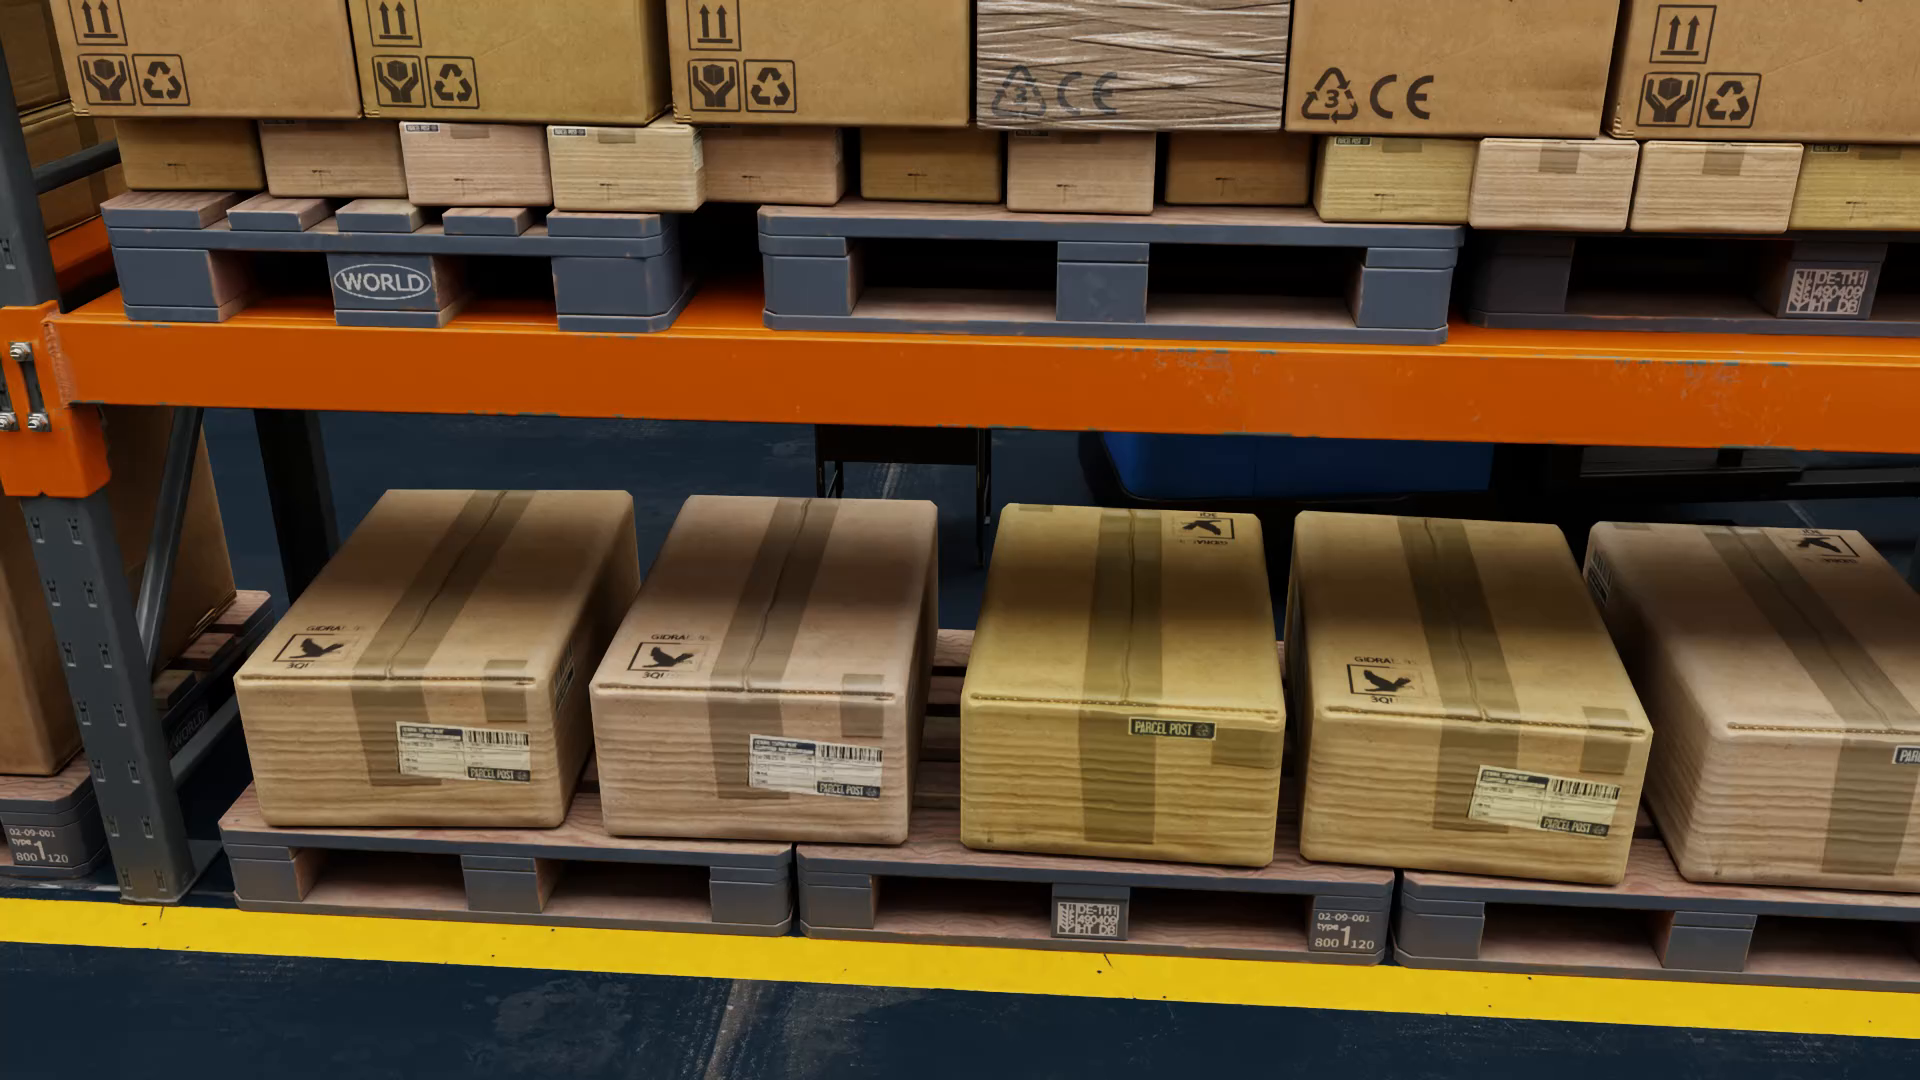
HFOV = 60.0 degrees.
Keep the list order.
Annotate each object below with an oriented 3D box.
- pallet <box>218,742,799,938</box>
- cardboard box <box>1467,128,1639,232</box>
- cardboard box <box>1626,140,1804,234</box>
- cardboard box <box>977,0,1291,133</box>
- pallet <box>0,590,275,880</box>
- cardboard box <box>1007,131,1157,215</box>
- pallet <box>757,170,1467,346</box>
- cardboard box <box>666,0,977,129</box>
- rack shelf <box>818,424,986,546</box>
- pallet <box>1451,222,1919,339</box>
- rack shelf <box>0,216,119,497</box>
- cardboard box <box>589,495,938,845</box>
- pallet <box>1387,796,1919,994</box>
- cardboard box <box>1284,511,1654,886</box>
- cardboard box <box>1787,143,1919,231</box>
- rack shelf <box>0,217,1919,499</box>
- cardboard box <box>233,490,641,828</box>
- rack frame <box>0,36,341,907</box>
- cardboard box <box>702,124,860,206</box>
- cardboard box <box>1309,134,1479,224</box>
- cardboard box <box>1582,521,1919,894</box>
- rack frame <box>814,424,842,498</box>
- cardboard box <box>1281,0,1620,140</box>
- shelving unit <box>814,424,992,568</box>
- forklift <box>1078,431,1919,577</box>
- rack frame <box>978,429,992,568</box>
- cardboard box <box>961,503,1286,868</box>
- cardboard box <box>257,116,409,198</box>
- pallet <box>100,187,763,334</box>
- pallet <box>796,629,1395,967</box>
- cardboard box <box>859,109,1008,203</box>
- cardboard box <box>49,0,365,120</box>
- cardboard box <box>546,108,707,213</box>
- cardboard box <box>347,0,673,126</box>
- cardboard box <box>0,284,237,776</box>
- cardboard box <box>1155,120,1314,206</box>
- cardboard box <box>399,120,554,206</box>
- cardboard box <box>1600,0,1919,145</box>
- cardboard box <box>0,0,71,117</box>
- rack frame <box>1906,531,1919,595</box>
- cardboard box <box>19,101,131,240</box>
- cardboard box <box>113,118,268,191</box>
[{"bbox_3d":[-0.913,0.503,3.904,1.213,0.211,1.003,2,25,4],"label":"pallet"},{"bbox_3d":[0.986,-0.655,2.884,0.250,0.149,0.380,2,25,4],"label":"cardboard box"},{"bbox_3d":[1.240,-0.648,2.869,0.250,0.149,0.380,1,25,3],"label":"cardboard box"},{"bbox_3d":[0.287,-1.003,2.863,0.500,0.500,0.500,1,25,2],"label":"cardboard box"},{"bbox_3d":[-2.473,0.421,4.083,1.213,0.211,1.003,2,25,4],"label":"pallet"},{"bbox_3d":[0.225,-0.706,2.994,0.250,0.149,0.380,3,25,6],"label":"cardboard box"},{"bbox_3d":[0.285,-0.656,3.317,1.213,0.211,1.003,2,25,4],"label":"pallet"},{"bbox_3d":[-0.211,-1.022,2.904,0.500,0.500,0.500,2,25,5],"label":"cardboard box"},{"bbox_3d":[-0.165,-0.311,5.121,0.480,0.518,0.431,2,25,4],"label":"rack shelf"},{"bbox_3d":[1.545,-0.659,3.324,1.213,0.211,1.003,2,25,4],"label":"pallet"},{"bbox_3d":[-3.686,-0.527,3.666,4.000,0.370,1.077,2,25,4],"label":"rack shelf"},{"bbox_3d":[-0.393,0.256,3.746,0.625,0.372,0.950,1,25,3],"label":"cardboard box"},{"bbox_3d":[1.520,0.581,3.735,1.213,0.211,1.003,2,25,4],"label":"pallet"},{"bbox_3d":[1.056,0.304,3.641,0.625,0.372,0.950,3,25,7],"label":"cardboard box"},{"bbox_3d":[1.500,-0.655,2.884,0.250,0.149,0.380,1,25,2],"label":"cardboard box"},{"bbox_3d":[0.302,-0.399,3.388,4.000,0.370,1.077,2,25,4],"label":"rack shelf"},{"bbox_3d":[-1.130,0.236,3.790,0.625,0.372,0.950,0,25,0],"label":"cardboard box"},{"bbox_3d":[-1.692,-0.789,3.377,0.127,3.000,1.000,2,25,4],"label":"rack frame"},{"bbox_3d":[-0.315,-0.734,3.056,0.250,0.149,0.380,3,25,7],"label":"cardboard box"},{"bbox_3d":[0.746,-0.678,2.933,0.250,0.149,0.380,2,25,4],"label":"cardboard box"},{"bbox_3d":[1.773,0.326,3.595,0.625,0.372,0.950,2,25,5],"label":"cardboard box"},{"bbox_3d":[-0.408,-0.967,4.840,0.015,2.100,0.400,2,25,4],"label":"rack frame"},{"bbox_3d":[0.809,-0.986,2.827,0.500,0.500,0.500,3,25,6],"label":"cardboard box"},{"bbox_3d":[-0.165,-0.959,4.823,0.503,2.100,0.431,2,25,4],"label":"shelving unit"},{"bbox_3d":[1.947,-1.420,4.830,3.031,2.935,1.130,-2,25,-4],"label":"forklift"},{"bbox_3d":[0.078,-0.951,4.806,0.015,2.100,0.400,2,25,4],"label":"rack frame"},{"bbox_3d":[0.362,0.283,3.688,0.625,0.372,0.950,3,25,6],"label":"cardboard box"},{"bbox_3d":[-1.103,-0.755,3.101,0.250,0.149,0.380,0,25,1],"label":"cardboard box"},{"bbox_3d":[-0.974,-0.724,3.464,1.003,0.211,1.213,2,25,4],"label":"pallet"},{"bbox_3d":[0.300,0.543,3.817,1.213,0.211,1.003,2,25,4],"label":"pallet"},{"bbox_3d":[-0.030,-0.742,3.072,0.250,0.149,0.380,3,25,6],"label":"cardboard box"},{"bbox_3d":[-1.261,-1.050,2.965,0.500,0.500,0.500,1,25,3],"label":"cardboard box"},{"bbox_3d":[-0.561,-0.710,3.002,0.250,0.149,0.380,2,25,4],"label":"cardboard box"},{"bbox_3d":[-0.741,-1.036,2.935,0.500,0.500,0.500,3,25,7],"label":"cardboard box"},{"bbox_3d":[-2.375,-0.072,3.857,0.875,0.875,0.875,2,25,4],"label":"cardboard box"},{"bbox_3d":[0.491,-0.729,3.045,0.250,0.149,0.380,1,25,2],"label":"cardboard box"},{"bbox_3d":[-0.834,-0.727,3.040,0.250,0.149,0.380,0,25,1],"label":"cardboard box"},{"bbox_3d":[1.323,-0.967,2.786,0.500,0.500,0.500,2,25,4],"label":"cardboard box"},{"bbox_3d":[-2.179,-1.067,3.563,0.500,0.250,0.500,2,25,4],"label":"cardboard box"},{"bbox_3d":[2.296,-0.661,3.099,0.127,3.000,1.000,2,25,4],"label":"rack frame"},{"bbox_3d":[-2.161,-0.842,3.670,0.500,0.250,0.500,1,25,3],"label":"cardboard box"},{"bbox_3d":[-1.382,-0.778,3.151,0.250,0.149,0.380,0,25,1],"label":"cardboard box"}]
